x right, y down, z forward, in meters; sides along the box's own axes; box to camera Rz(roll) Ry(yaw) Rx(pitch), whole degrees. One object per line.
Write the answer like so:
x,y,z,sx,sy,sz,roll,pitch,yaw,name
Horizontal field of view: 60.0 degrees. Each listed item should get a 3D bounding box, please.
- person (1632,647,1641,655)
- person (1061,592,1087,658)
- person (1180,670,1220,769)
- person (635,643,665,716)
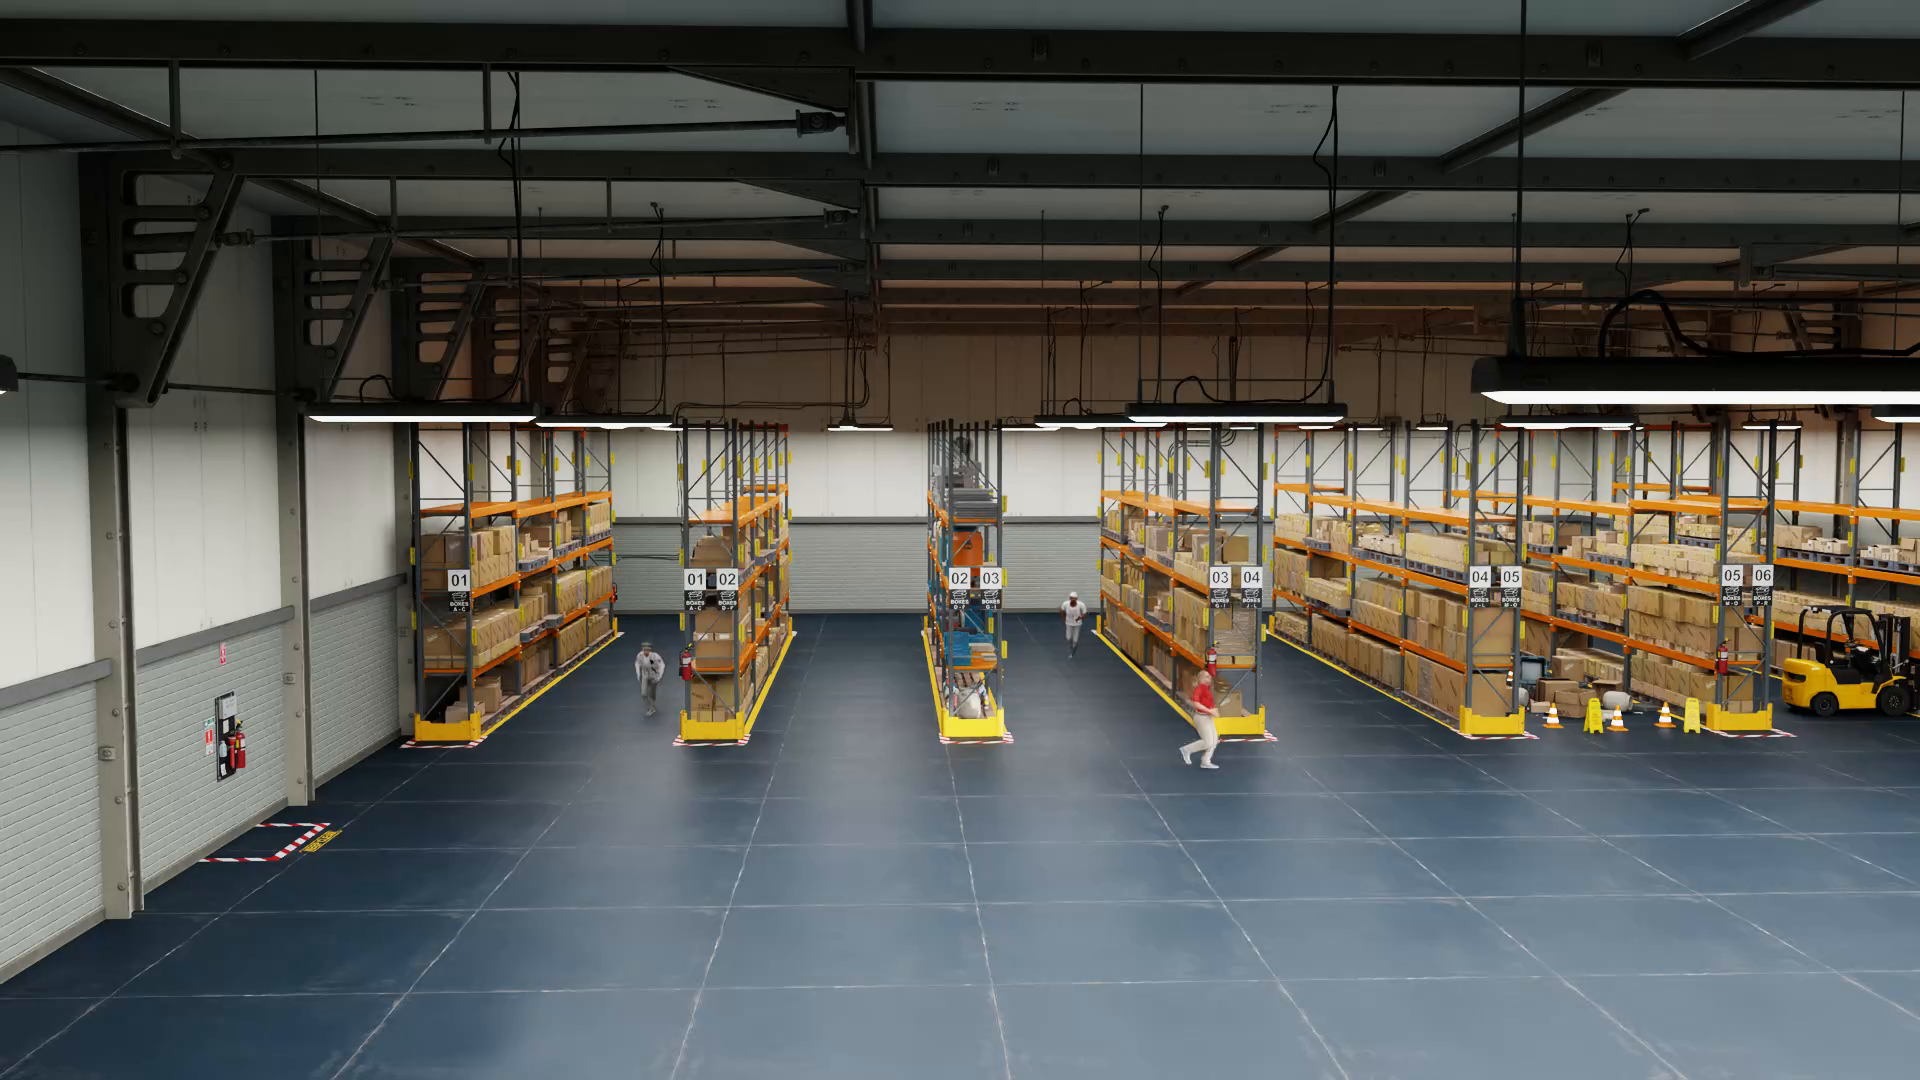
16.533,2.349,40.606,0.573,1.567,0.476,-1,4,-13,person
2.884,2.158,42.190,0.663,1.695,0.692,0,4,6,person
4.122,3.061,28.378,0.679,1.683,0.658,1,4,17,person
-6.310,2.817,33.971,0.626,1.512,0.939,0,4,3,person
